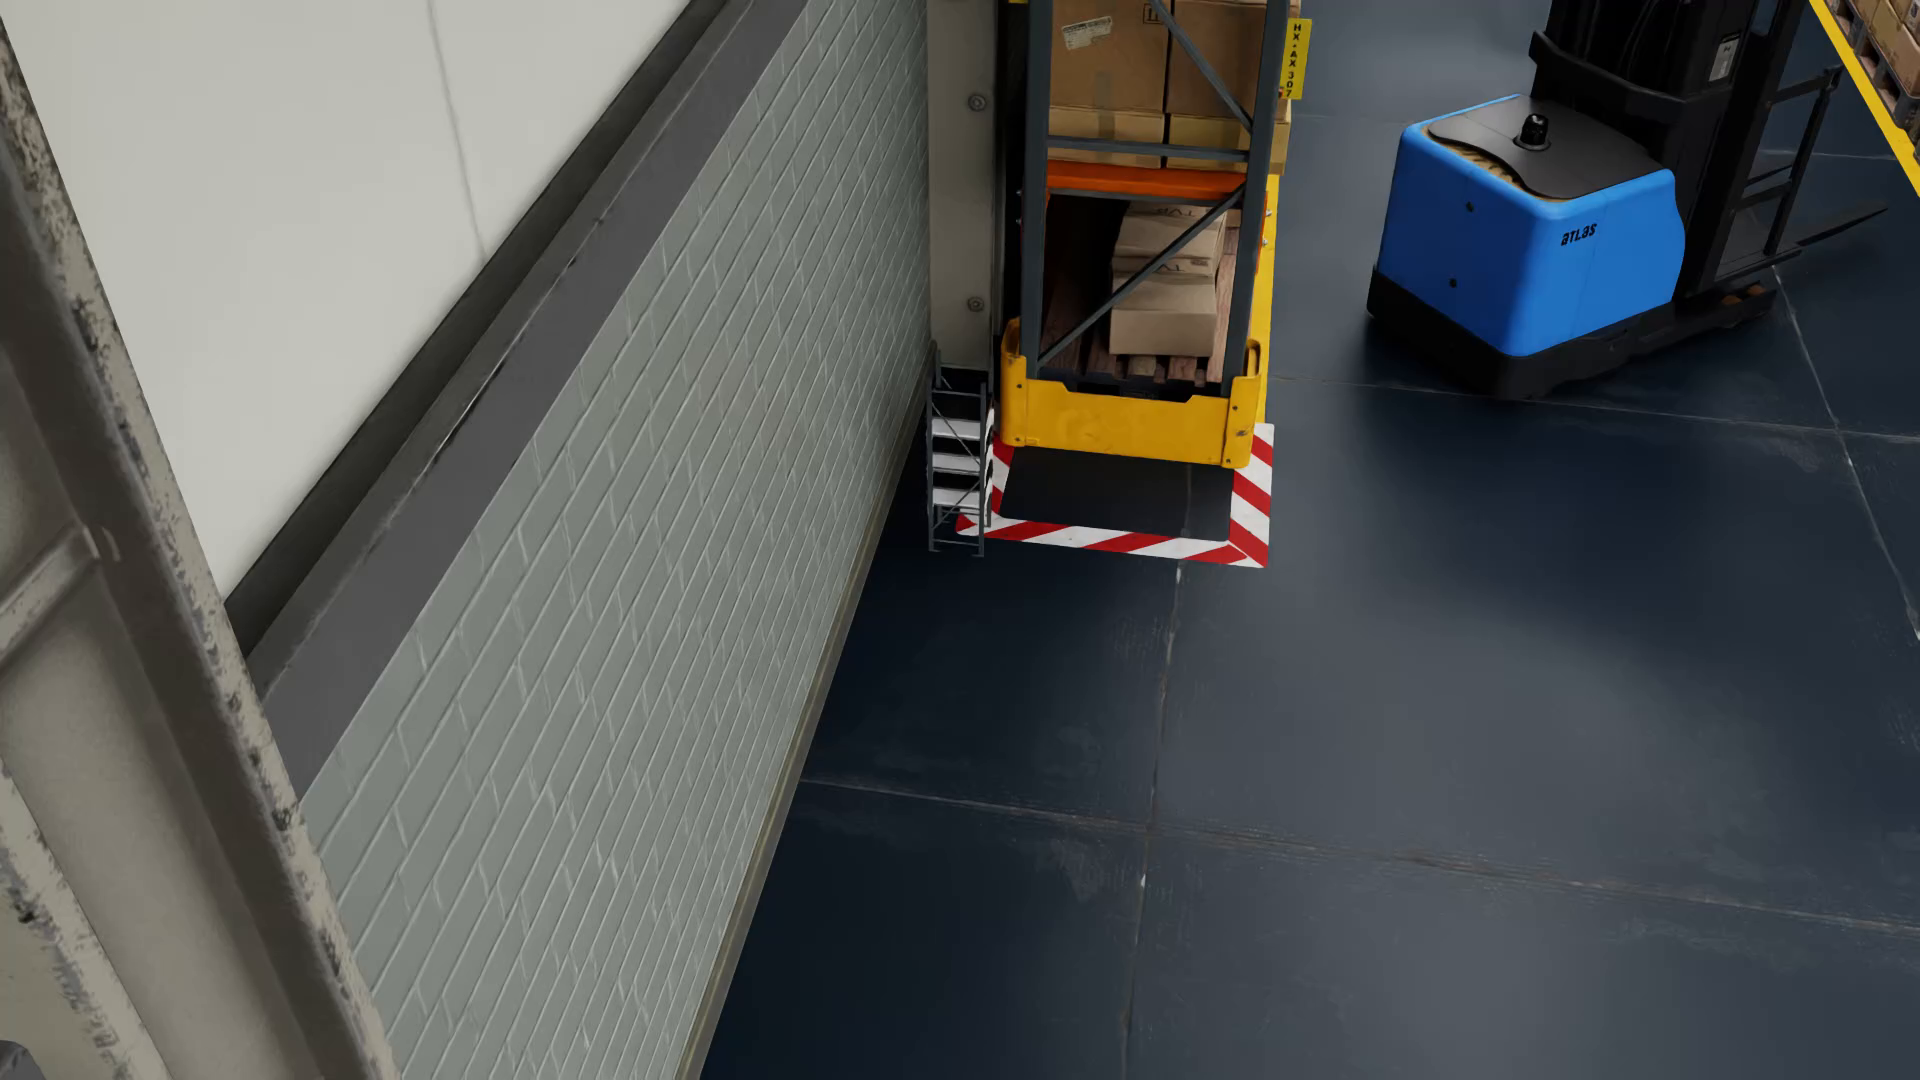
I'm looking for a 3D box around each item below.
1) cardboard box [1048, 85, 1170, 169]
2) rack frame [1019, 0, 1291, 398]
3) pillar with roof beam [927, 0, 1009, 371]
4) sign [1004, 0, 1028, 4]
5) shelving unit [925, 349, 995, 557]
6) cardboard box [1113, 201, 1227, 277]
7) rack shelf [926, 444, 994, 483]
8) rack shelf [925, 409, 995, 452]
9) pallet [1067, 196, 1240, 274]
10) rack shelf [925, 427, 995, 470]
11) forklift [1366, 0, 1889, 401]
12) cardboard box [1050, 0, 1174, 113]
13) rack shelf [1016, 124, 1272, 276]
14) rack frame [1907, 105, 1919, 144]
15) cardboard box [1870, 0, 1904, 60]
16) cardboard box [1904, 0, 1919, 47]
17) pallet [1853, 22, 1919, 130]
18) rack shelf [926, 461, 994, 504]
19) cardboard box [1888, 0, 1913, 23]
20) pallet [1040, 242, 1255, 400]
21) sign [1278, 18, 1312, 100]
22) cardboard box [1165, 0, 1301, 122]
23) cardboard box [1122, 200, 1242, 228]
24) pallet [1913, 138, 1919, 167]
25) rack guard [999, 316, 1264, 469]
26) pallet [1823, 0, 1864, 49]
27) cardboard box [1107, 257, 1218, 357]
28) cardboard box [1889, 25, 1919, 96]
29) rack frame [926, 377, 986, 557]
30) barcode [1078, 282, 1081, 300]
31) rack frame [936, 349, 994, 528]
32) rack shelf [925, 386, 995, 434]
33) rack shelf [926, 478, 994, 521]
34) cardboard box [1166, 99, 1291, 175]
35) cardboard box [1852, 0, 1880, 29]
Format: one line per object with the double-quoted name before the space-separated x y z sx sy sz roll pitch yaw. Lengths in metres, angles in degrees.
"cardboard box" 0.657 -1.865 7.254 0.500 0.250 0.500 7 40 8
"rack frame" 0.767 -1.601 6.832 1.000 3.000 0.127 6 40 8
"pillar with roof beam" 4.276 -3.973 4.993 9.100 9.000 0.400 6 40 8
"sign" 0.224 -2.243 6.452 0.100 0.325 0.005 6 40 8
"shelving unit" 0.001 -0.352 6.969 0.258 0.900 0.210 6 40 8
"cardboard box" 1.074 -1.516 8.495 0.500 0.311 0.500 10 41 11
"rack shelf" 0.001 -0.326 6.990 0.258 0.077 0.200 6 40 8
"rack shelf" 0.001 -0.465 6.876 0.258 0.077 0.200 6 40 8
"pallet" 1.169 -1.843 9.314 1.003 0.211 1.213 6 40 8
"rack shelf" 0.001 -0.395 6.933 0.258 0.077 0.200 6 40 8
"forklift" 3.629 -2.491 7.962 3.031 2.935 1.130 -21 44 -23
"cardboard box" 0.639 -2.159 7.021 0.500 0.500 0.500 6 40 7
"rack shelf" 1.113 -2.579 8.579 1.077 0.370 4.000 6 40 8
"rack frame" 6.339 -3.567 9.210 1.000 3.000 0.127 6 40 8
"cardboard box" 6.214 -3.279 10.690 0.500 0.250 0.500 6 40 7
"cardboard box" 6.126 -3.171 10.120 0.500 0.311 0.500 6 40 8
"pallet" 6.428 -2.959 10.663 1.003 0.211 1.213 6 40 8
"rack shelf" 0.001 -0.257 7.048 0.258 0.077 0.200 6 40 8
"cardboard box" 6.210 -3.498 10.516 0.500 0.311 0.500 7 40 9
"pallet" 0.955 -1.080 8.390 1.003 0.211 1.213 6 40 8
"sign" 1.301 -1.875 6.484 0.100 0.325 0.005 6 40 8
"cardboard box" 1.145 -2.106 6.957 0.500 0.500 0.500 6 40 8
"cardboard box" 1.250 -2.044 8.984 0.700 0.500 0.500 4 40 5
"pallet" 6.160 -1.998 9.501 1.003 0.211 1.213 6 40 8
"rack guard" 0.780 -0.685 7.686 1.175 0.500 0.348 6 40 8
"pallet" 6.637 -3.727 11.592 1.003 0.211 1.213 6 40 8
"cardboard box" 0.975 -1.158 8.062 0.500 0.311 0.500 2 40 3
"cardboard box" 6.125 -2.962 10.306 0.500 0.250 0.500 6 40 7
"rack frame" -0.016 -0.288 6.892 0.240 0.900 0.006 6 40 8
"barcode" 0.584 -1.217 8.126 0.001 0.075 0.075 6 40 8
"rack frame" 0.019 -0.416 7.046 0.240 0.900 0.006 6 40 8
"rack shelf" 0.001 -0.534 6.818 0.258 0.077 0.200 6 40 8
"rack shelf" 0.001 -0.187 7.105 0.258 0.077 0.200 6 40 8
"cardboard box" 1.164 -1.822 7.201 0.500 0.250 0.500 5 40 6
"cardboard box" 6.302 -3.600 11.078 0.500 0.250 0.500 7 40 9
